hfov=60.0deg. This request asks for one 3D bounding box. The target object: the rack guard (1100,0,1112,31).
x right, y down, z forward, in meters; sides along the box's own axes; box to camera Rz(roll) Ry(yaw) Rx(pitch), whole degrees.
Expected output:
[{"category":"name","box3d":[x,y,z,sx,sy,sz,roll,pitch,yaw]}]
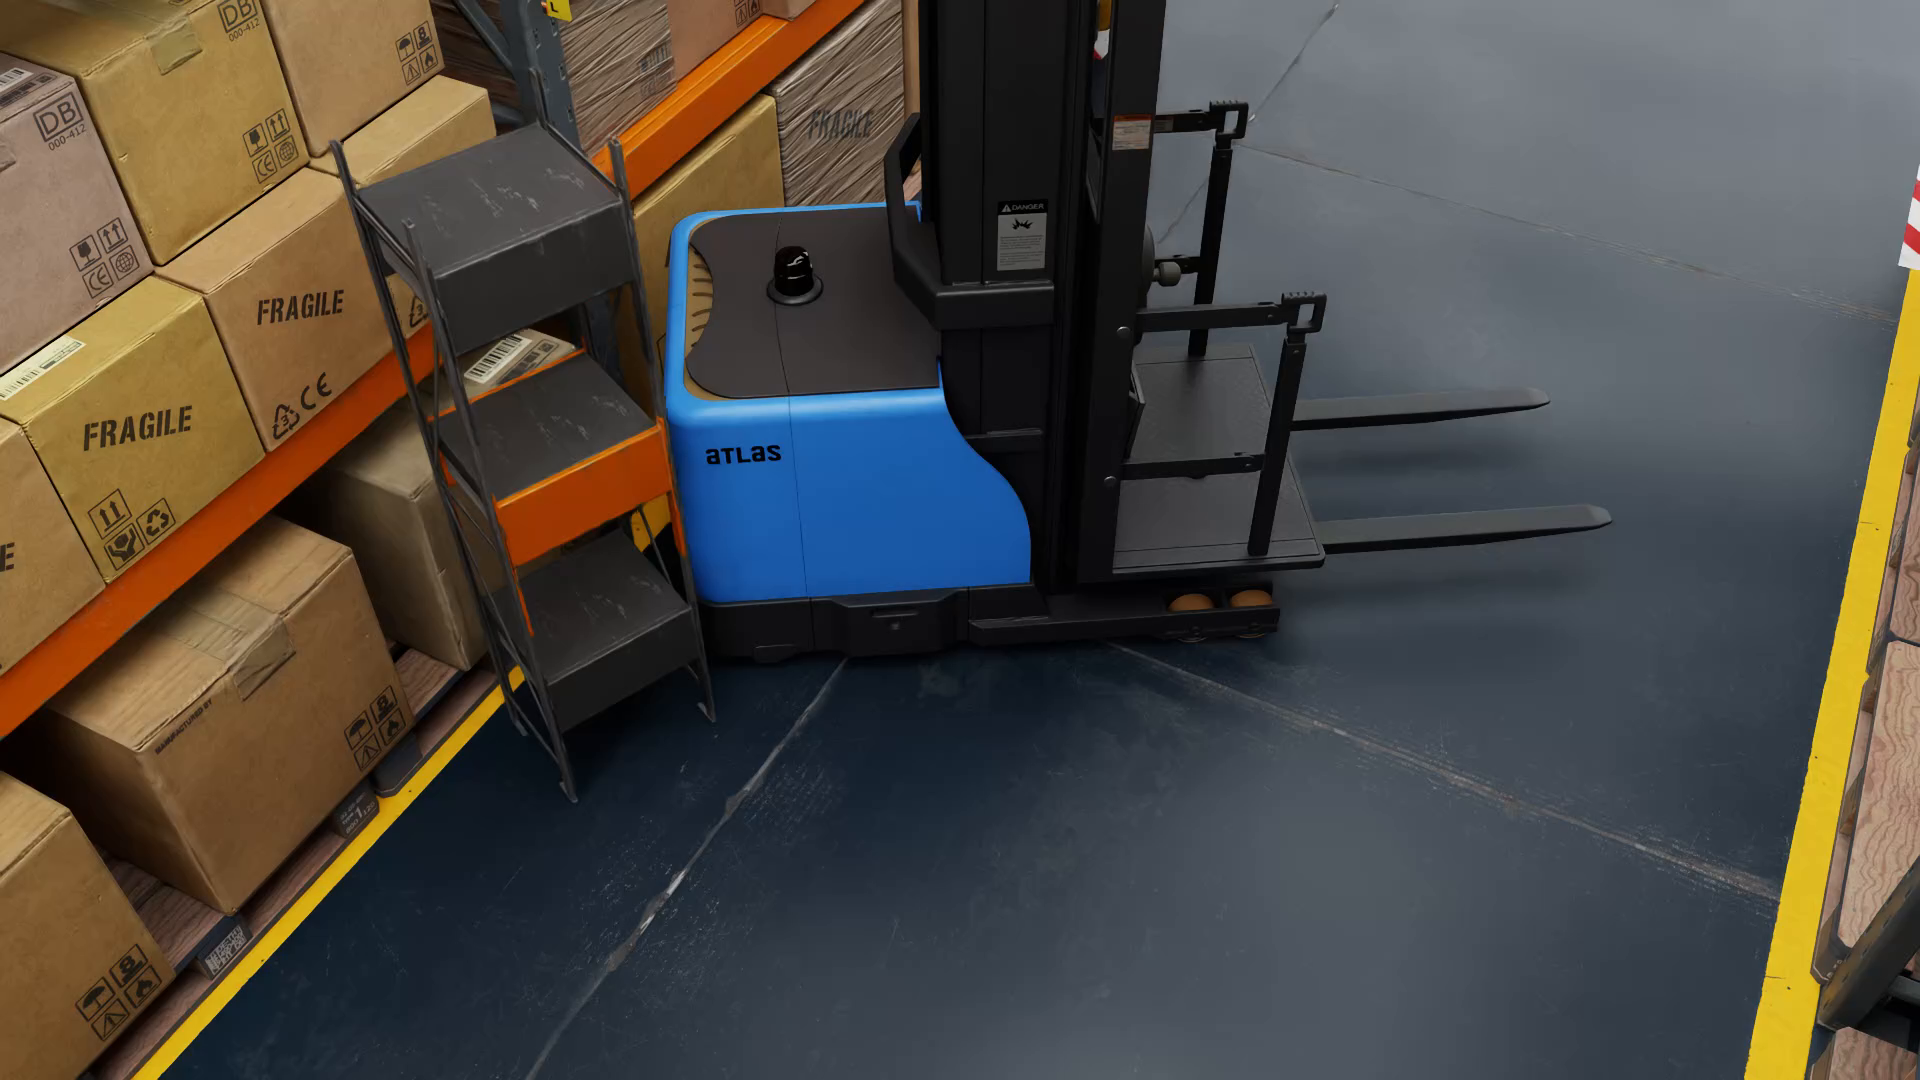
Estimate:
[{"category":"rack guard","box3d":[0.288,-2.983,8.347,1.175,0.500,0.348,20,49,19]}]

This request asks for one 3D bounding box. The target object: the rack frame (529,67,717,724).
[{"category":"rack frame","box3d":[-0.879,-0.263,4.518,0.015,2.100,0.400,-30,54,-25]}]

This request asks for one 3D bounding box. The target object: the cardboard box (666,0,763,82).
[{"category":"cardboard box","box3d":[-1.184,-1.970,5.482,0.875,0.550,0.550,20,49,19]}]

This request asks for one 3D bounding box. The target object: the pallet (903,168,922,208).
[{"category":"pallet","box3d":[-0.592,-1.571,7.154,1.003,0.211,1.213,20,49,19]}]

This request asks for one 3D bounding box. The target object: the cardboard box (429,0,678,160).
[{"category":"cardboard box","box3d":[-1.419,-1.616,5.133,0.875,0.550,0.550,20,49,19]}]

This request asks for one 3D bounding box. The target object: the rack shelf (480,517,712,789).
[{"category":"rack shelf","box3d":[-1.076,0.333,4.935,0.480,0.518,0.431,-30,54,-25]}]

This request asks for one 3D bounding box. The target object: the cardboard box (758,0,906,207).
[{"category":"cardboard box","box3d":[-0.811,-1.670,6.490,0.875,0.875,0.875,21,49,19]}]

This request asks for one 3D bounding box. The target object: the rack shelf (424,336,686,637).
[{"category":"rack shelf","box3d":[-1.071,-0.145,4.424,0.480,0.518,0.431,-30,54,-25]}]

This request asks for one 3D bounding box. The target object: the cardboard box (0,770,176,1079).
[{"category":"cardboard box","box3d":[-2.671,0.931,4.008,1.050,0.750,0.750,21,49,20]}]

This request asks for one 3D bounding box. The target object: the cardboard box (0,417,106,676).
[{"category":"cardboard box","box3d":[-2.288,0.012,3.559,0.500,0.500,0.500,20,49,19]}]

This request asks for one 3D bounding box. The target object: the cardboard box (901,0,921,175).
[{"category":"cardboard box","box3d":[-0.386,-2.243,7.057,0.875,0.875,0.875,20,49,18]}]

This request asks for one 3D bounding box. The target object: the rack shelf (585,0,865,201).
[{"category":"rack shelf","box3d":[-0.651,-2.334,6.453,1.077,0.370,4.000,20,49,19]}]

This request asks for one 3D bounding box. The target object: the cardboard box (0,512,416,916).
[{"category":"cardboard box","box3d":[-2.239,0.344,4.588,1.050,0.750,0.750,20,49,19]}]

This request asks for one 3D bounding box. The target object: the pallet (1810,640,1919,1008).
[{"category":"pallet","box3d":[3.047,0.920,4.692,1.003,0.211,1.213,20,49,19]}]

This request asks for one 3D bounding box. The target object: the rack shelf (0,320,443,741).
[{"category":"rack shelf","box3d":[-2.508,0.186,3.963,1.077,0.370,4.000,20,49,19]}]

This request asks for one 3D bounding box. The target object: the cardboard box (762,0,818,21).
[{"category":"cardboard box","box3d":[-0.829,-2.271,5.780,0.875,0.550,0.550,20,49,19]}]

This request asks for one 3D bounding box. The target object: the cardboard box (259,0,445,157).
[{"category":"cardboard box","box3d":[-1.805,-1.399,4.250,0.700,0.500,0.500,20,49,18]}]

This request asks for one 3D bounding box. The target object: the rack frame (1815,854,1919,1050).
[{"category":"rack frame","box3d":[2.767,0.375,3.271,1.000,3.000,0.127,20,49,19]}]

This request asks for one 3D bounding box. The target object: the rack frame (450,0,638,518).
[{"category":"rack frame","box3d":[-1.580,-1.327,4.952,1.000,3.000,0.127,20,49,19]}]

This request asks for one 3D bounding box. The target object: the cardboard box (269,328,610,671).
[{"category":"cardboard box","box3d":[-1.788,-0.263,5.187,1.050,0.750,0.750,20,49,19]}]

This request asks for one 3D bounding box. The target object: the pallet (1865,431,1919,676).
[{"category":"pallet","box3d":[3.612,0.149,5.455,1.003,0.211,1.213,20,49,19]}]

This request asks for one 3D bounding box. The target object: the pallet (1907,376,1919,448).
[{"category":"pallet","box3d":[4.180,-0.617,6.212,1.003,0.211,1.213,20,49,19]}]

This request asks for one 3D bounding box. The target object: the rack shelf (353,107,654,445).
[{"category":"rack shelf","box3d":[-1.066,-0.623,3.913,0.480,0.518,0.431,-30,54,-25]}]

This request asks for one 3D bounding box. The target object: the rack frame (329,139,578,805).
[{"category":"rack frame","box3d":[-1.263,-0.045,4.310,0.015,2.100,0.400,-30,54,-25]}]

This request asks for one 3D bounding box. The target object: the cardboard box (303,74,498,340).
[{"category":"cardboard box","box3d":[-1.585,-0.945,4.505,0.500,0.500,0.500,20,49,19]}]

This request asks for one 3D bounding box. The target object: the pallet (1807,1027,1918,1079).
[{"category":"pallet","box3d":[2.407,1.846,3.777,1.003,0.211,1.213,20,49,19]}]

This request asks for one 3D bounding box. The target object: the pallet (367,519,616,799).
[{"category":"pallet","box3d":[-1.871,0.164,5.439,1.003,0.211,1.213,20,49,19]}]

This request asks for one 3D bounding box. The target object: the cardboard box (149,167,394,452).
[{"category":"cardboard box","box3d":[-1.820,-0.627,4.190,0.500,0.500,0.500,20,49,19]}]

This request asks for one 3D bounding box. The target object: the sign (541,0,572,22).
[{"category":"sign","box3d":[-1.094,-1.533,4.398,0.100,0.325,0.005,20,49,19]}]

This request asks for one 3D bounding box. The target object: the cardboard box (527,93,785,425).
[{"category":"cardboard box","box3d":[-1.226,-1.101,5.927,0.875,0.875,0.875,21,49,20]}]

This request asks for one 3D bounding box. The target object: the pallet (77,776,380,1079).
[{"category":"pallet","box3d":[-2.436,0.936,4.677,1.003,0.211,1.213,20,49,19]}]

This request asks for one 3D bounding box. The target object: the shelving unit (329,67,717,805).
[{"category":"shelving unit","box3d":[-1.071,-0.154,4.414,0.503,2.100,0.431,-30,54,-25]}]

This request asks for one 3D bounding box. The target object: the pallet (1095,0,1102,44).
[{"category":"pallet","box3d":[-0.025,-2.337,7.911,1.003,0.211,1.213,20,49,19]}]

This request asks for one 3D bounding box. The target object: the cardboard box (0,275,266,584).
[{"category":"cardboard box","box3d":[-2.054,-0.308,3.875,0.500,0.500,0.500,21,49,19]}]

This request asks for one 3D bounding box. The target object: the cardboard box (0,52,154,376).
[{"category":"cardboard box","box3d":[-2.277,-0.756,3.615,0.700,0.500,0.500,21,49,19]}]

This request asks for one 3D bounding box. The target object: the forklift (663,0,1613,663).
[{"category":"forklift","box3d":[0.621,-1.071,4.748,3.031,2.935,1.130,-4,45,-4]}]

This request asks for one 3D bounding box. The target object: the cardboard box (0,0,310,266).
[{"category":"cardboard box","box3d":[-2.042,-1.074,3.929,0.700,0.500,0.500,20,49,18]}]
